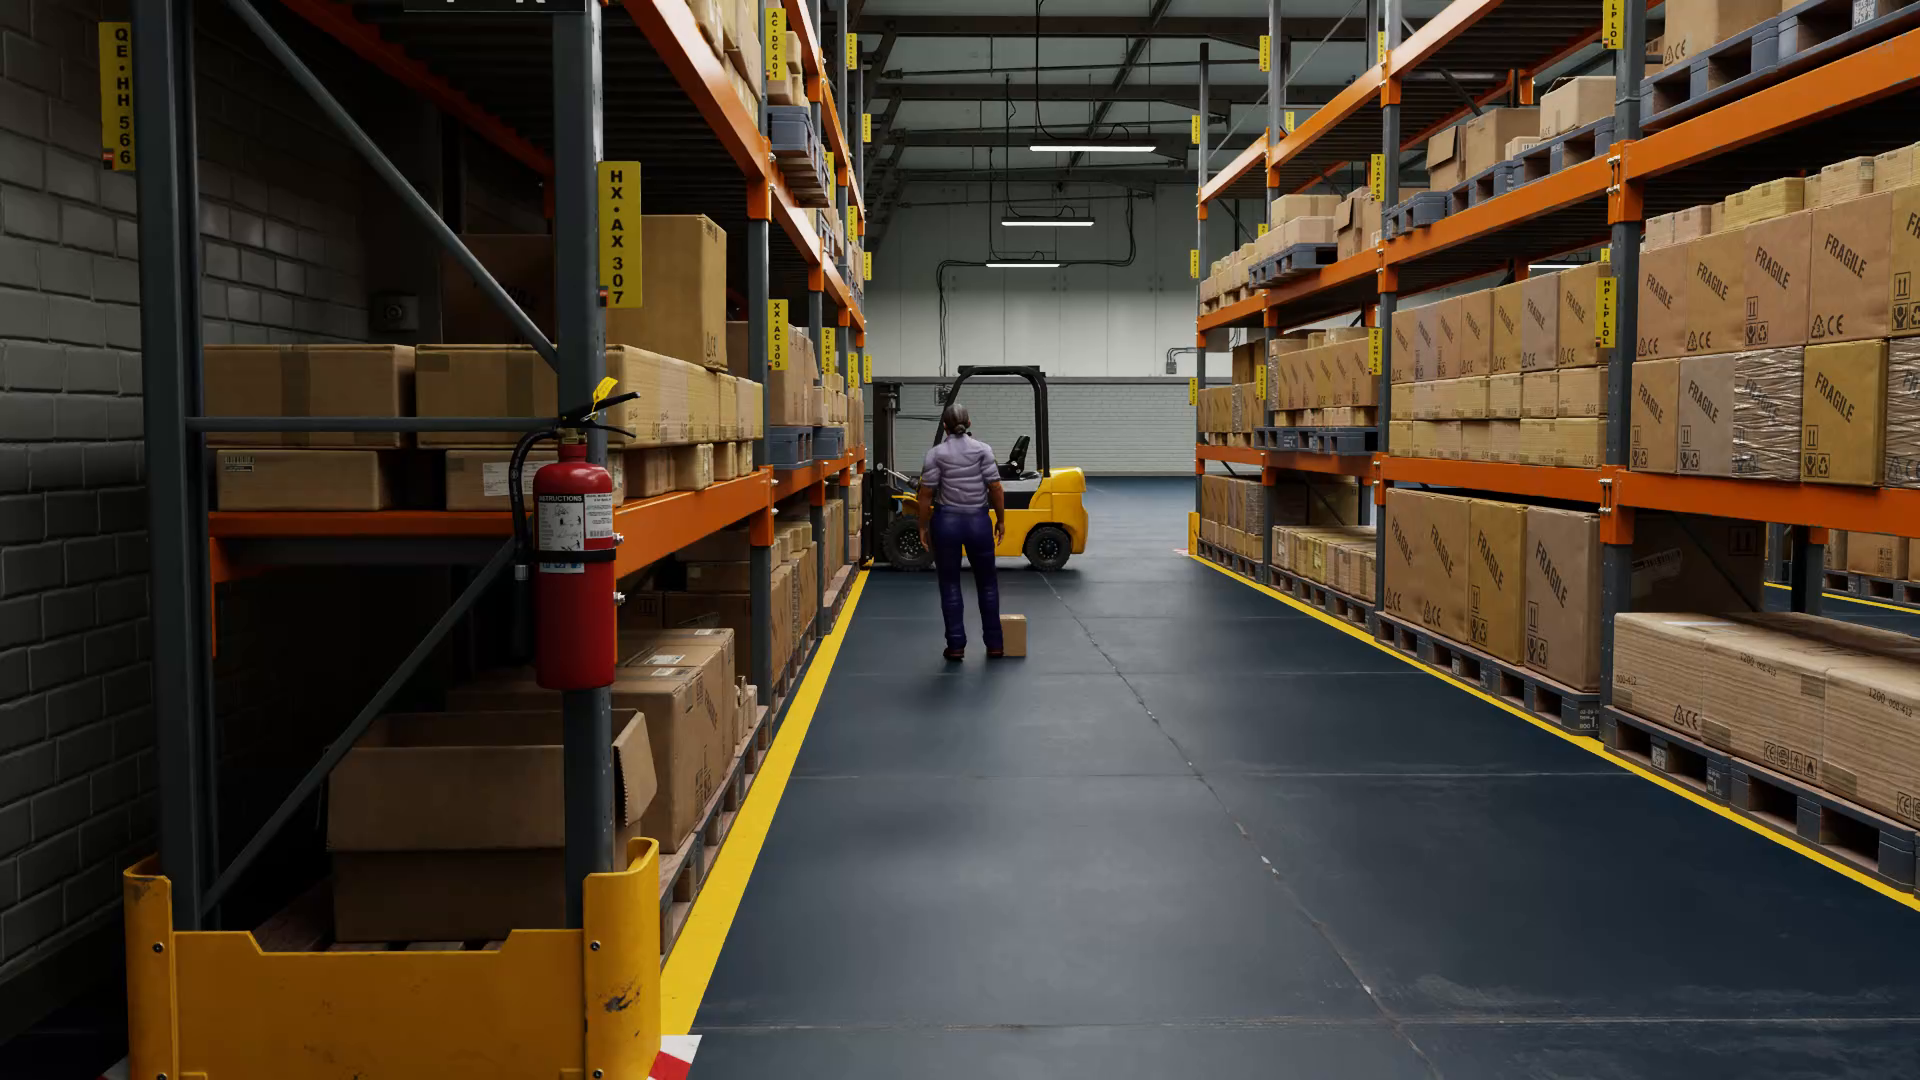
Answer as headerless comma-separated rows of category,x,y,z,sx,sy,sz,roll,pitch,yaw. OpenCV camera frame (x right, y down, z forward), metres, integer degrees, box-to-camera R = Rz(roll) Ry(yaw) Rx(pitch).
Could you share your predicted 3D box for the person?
person,0.026,-0.054,10.822,0.599,1.642,0.502,0,4,-1
